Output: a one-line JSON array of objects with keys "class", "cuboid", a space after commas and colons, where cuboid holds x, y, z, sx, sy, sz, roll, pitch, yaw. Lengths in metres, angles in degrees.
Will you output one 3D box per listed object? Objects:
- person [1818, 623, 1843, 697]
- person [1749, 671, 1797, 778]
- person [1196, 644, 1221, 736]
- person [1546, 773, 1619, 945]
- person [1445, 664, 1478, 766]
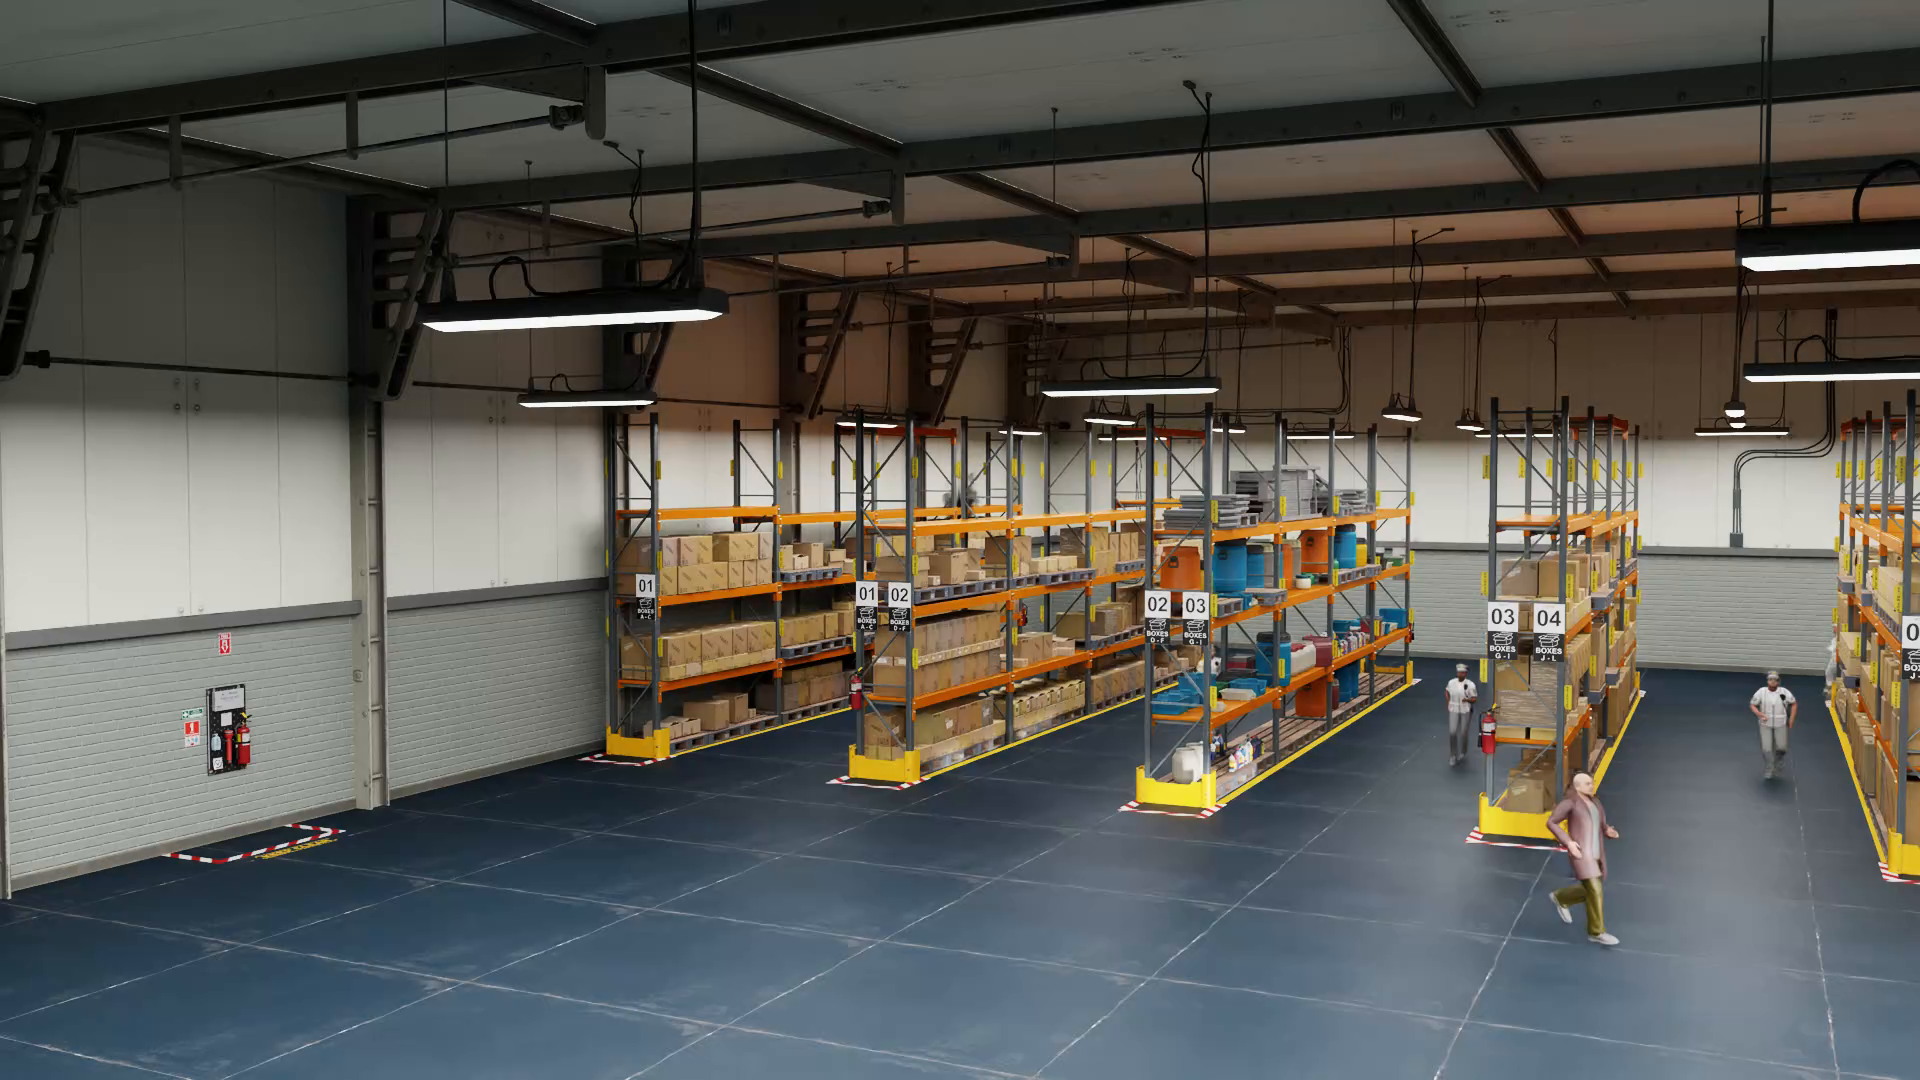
[{"class": "person", "cuboid": [19.264, 2.637, 36.296, 0.827, 1.782, 0.810, 1, 3, 19]}, {"class": "person", "cuboid": [13.216, 2.994, 27.026, 0.705, 1.751, 0.611, 1, 3, 24]}, {"class": "person", "cuboid": [4.781, 2.818, 31.569, 0.588, 1.741, 0.805, 1, 3, 25]}, {"class": "person", "cuboid": [6.658, 3.372, 17.777, 0.720, 1.750, 0.964, -1, 3, -30]}, {"class": "person", "cuboid": [8.524, 2.976, 28.316, 0.555, 1.756, 0.755, 1, 3, 22]}]
